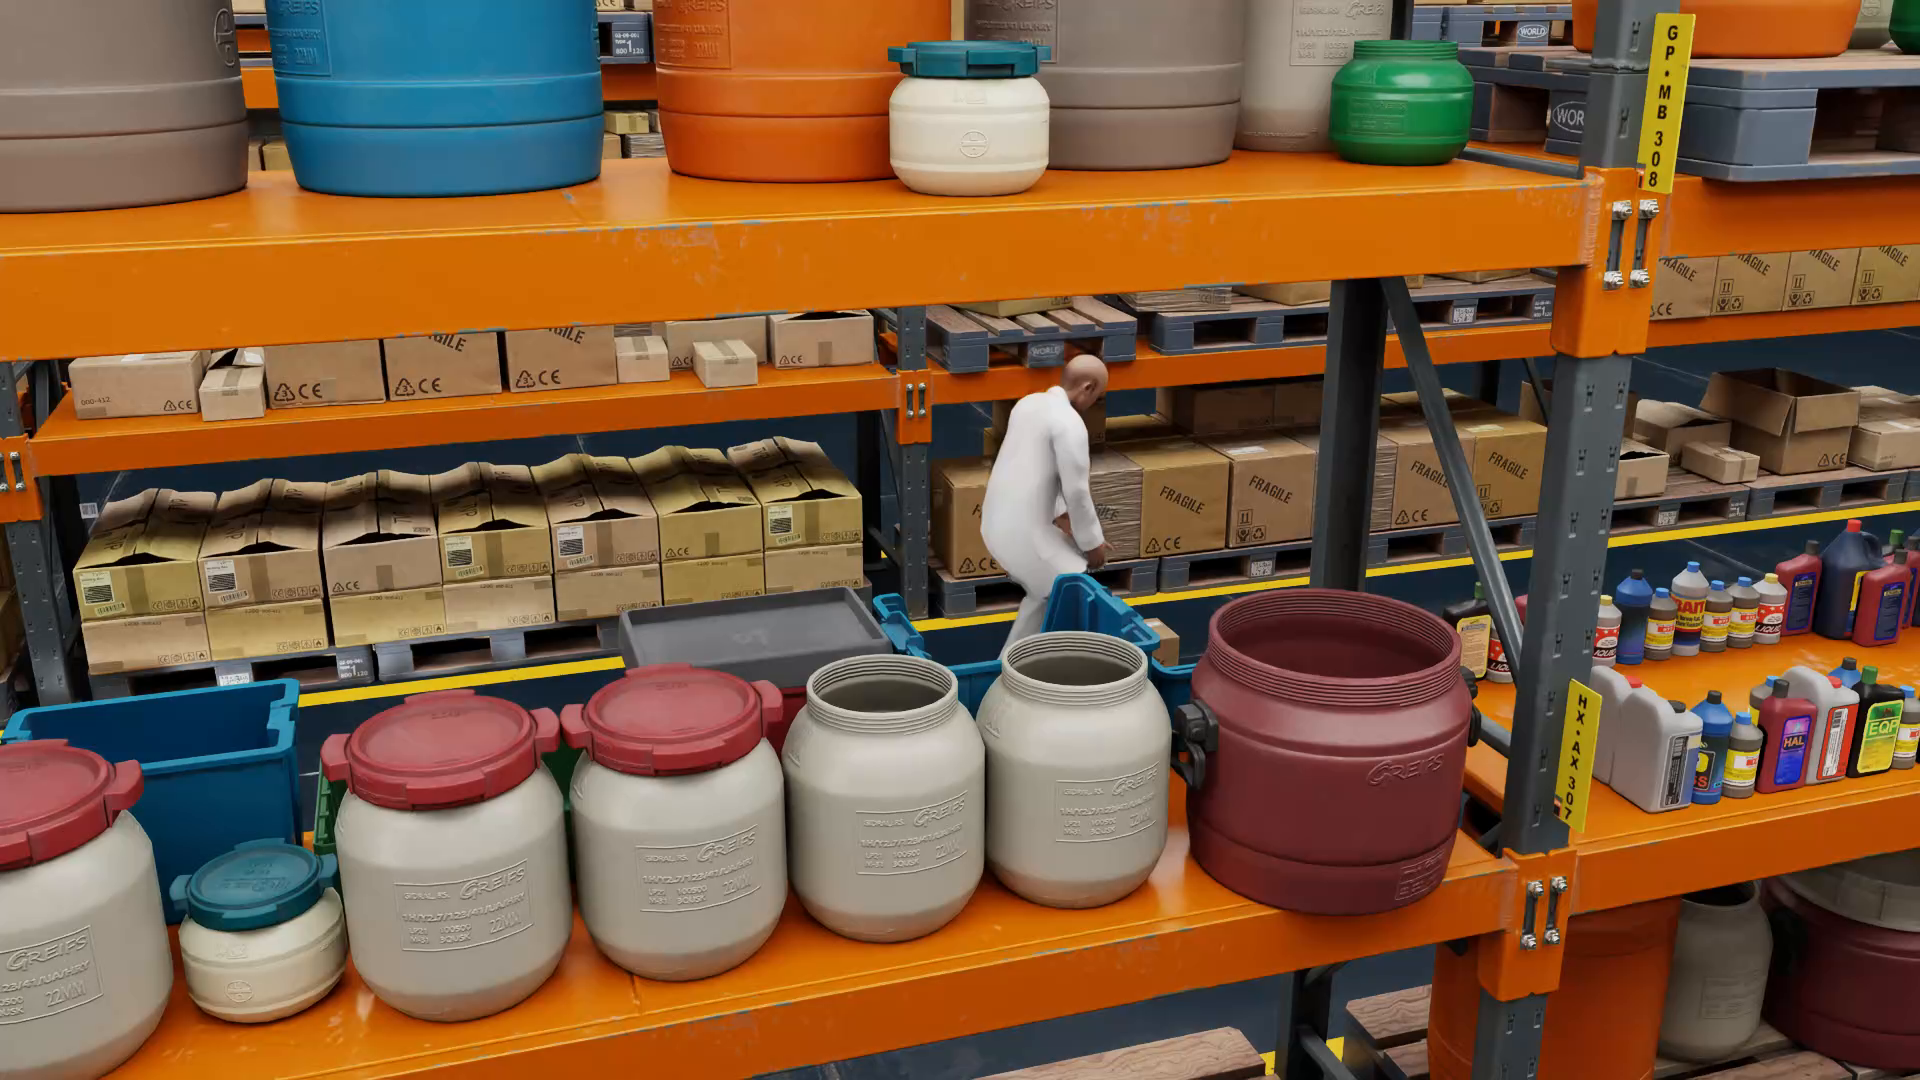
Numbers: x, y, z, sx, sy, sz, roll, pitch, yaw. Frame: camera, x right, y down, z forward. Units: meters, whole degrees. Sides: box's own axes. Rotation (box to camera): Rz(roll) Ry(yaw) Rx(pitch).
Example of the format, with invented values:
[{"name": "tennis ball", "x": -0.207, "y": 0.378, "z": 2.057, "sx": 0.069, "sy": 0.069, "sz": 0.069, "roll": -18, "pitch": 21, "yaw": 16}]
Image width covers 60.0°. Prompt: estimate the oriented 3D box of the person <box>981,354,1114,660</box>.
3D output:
[{"name": "person", "x": 0.379, "y": -0.046, "z": 7.535, "sx": 0.588, "sy": 1.582, "sz": 0.623, "roll": -6, "pitch": 20, "yaw": -17}]
